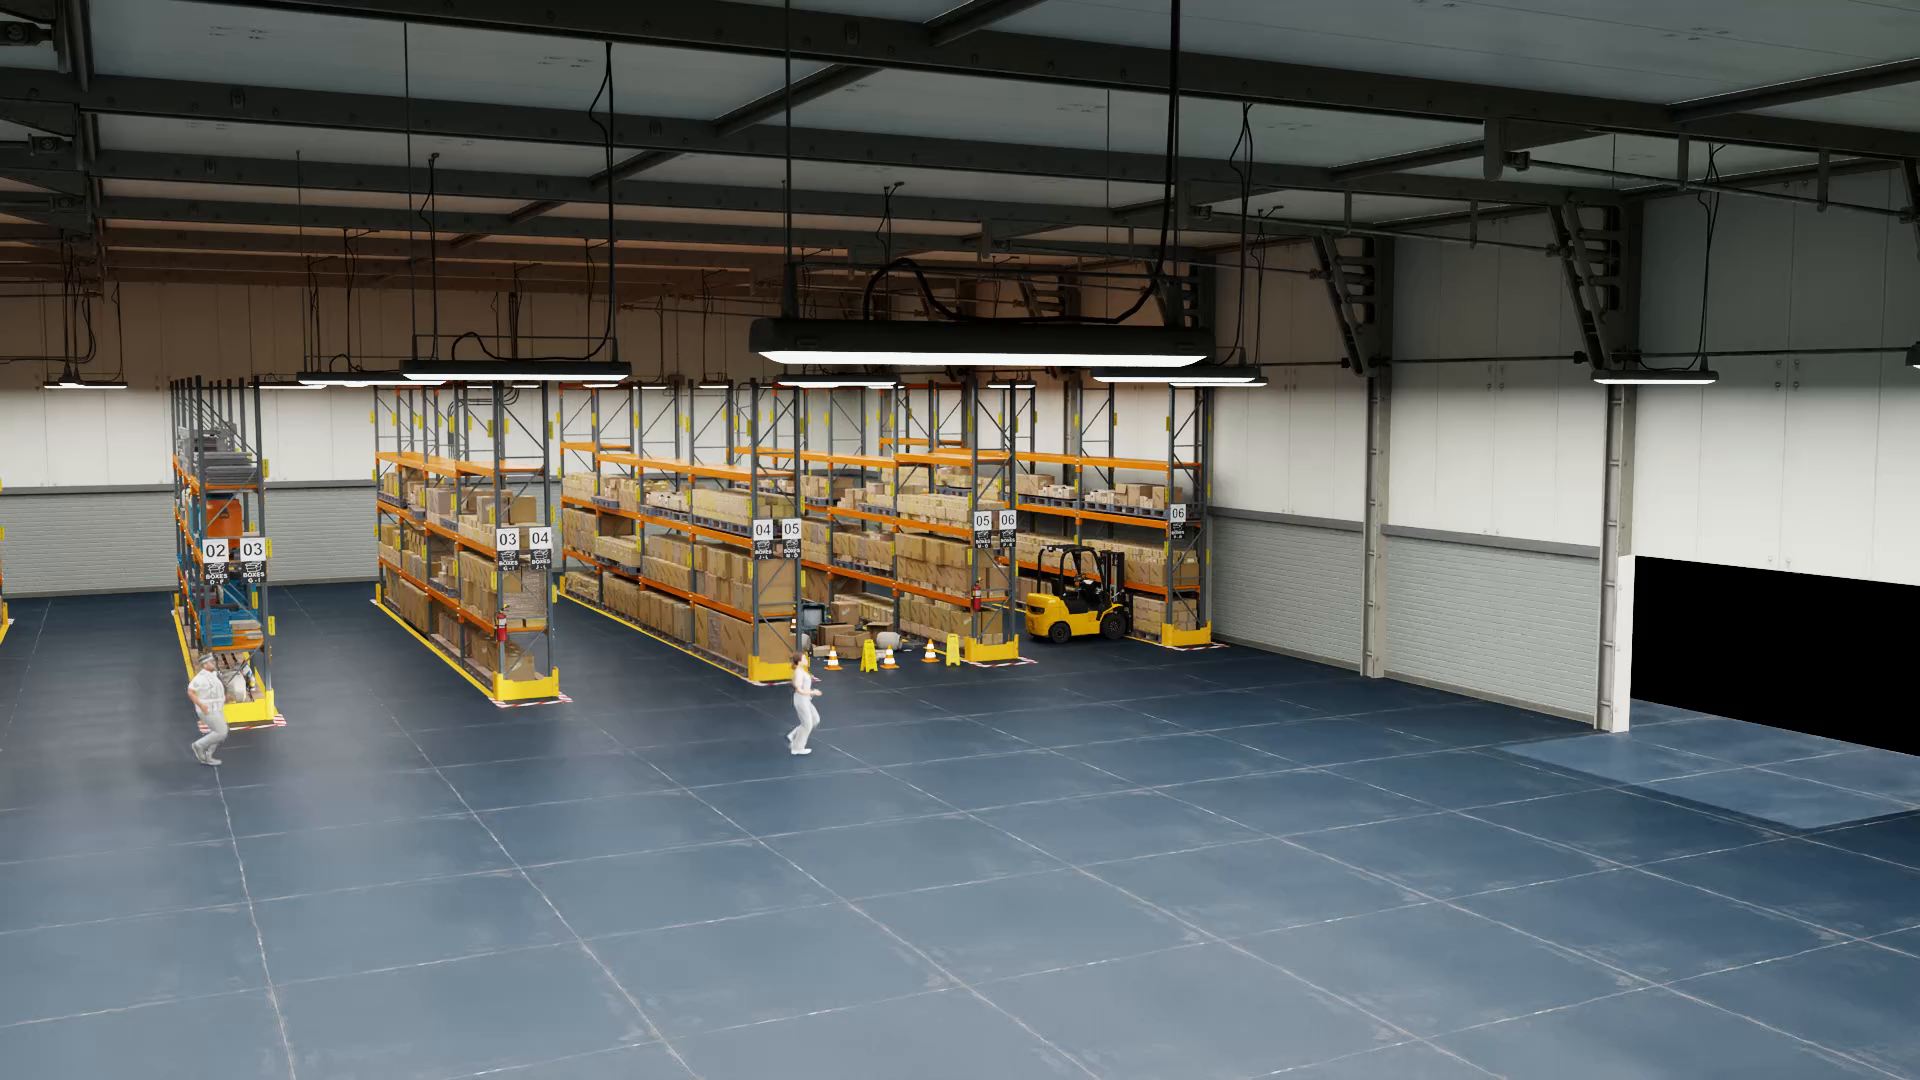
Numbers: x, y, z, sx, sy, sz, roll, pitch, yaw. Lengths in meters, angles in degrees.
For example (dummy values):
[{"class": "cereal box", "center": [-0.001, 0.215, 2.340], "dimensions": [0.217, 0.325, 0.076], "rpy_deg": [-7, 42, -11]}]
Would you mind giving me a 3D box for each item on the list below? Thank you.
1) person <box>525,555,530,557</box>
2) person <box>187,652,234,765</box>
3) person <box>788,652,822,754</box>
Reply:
[{"class": "person", "center": [-12.197, 0.702, 47.189], "dimensions": [0.607, 1.663, 0.827], "rpy_deg": [1, 5, 14]}, {"class": "person", "center": [-11.462, 2.588, 25.523], "dimensions": [0.590, 1.743, 0.657], "rpy_deg": [0, 5, -4]}, {"class": "person", "center": [-2.450, 2.569, 26.269], "dimensions": [0.564, 1.625, 0.557], "rpy_deg": [0, 5, -2]}]
